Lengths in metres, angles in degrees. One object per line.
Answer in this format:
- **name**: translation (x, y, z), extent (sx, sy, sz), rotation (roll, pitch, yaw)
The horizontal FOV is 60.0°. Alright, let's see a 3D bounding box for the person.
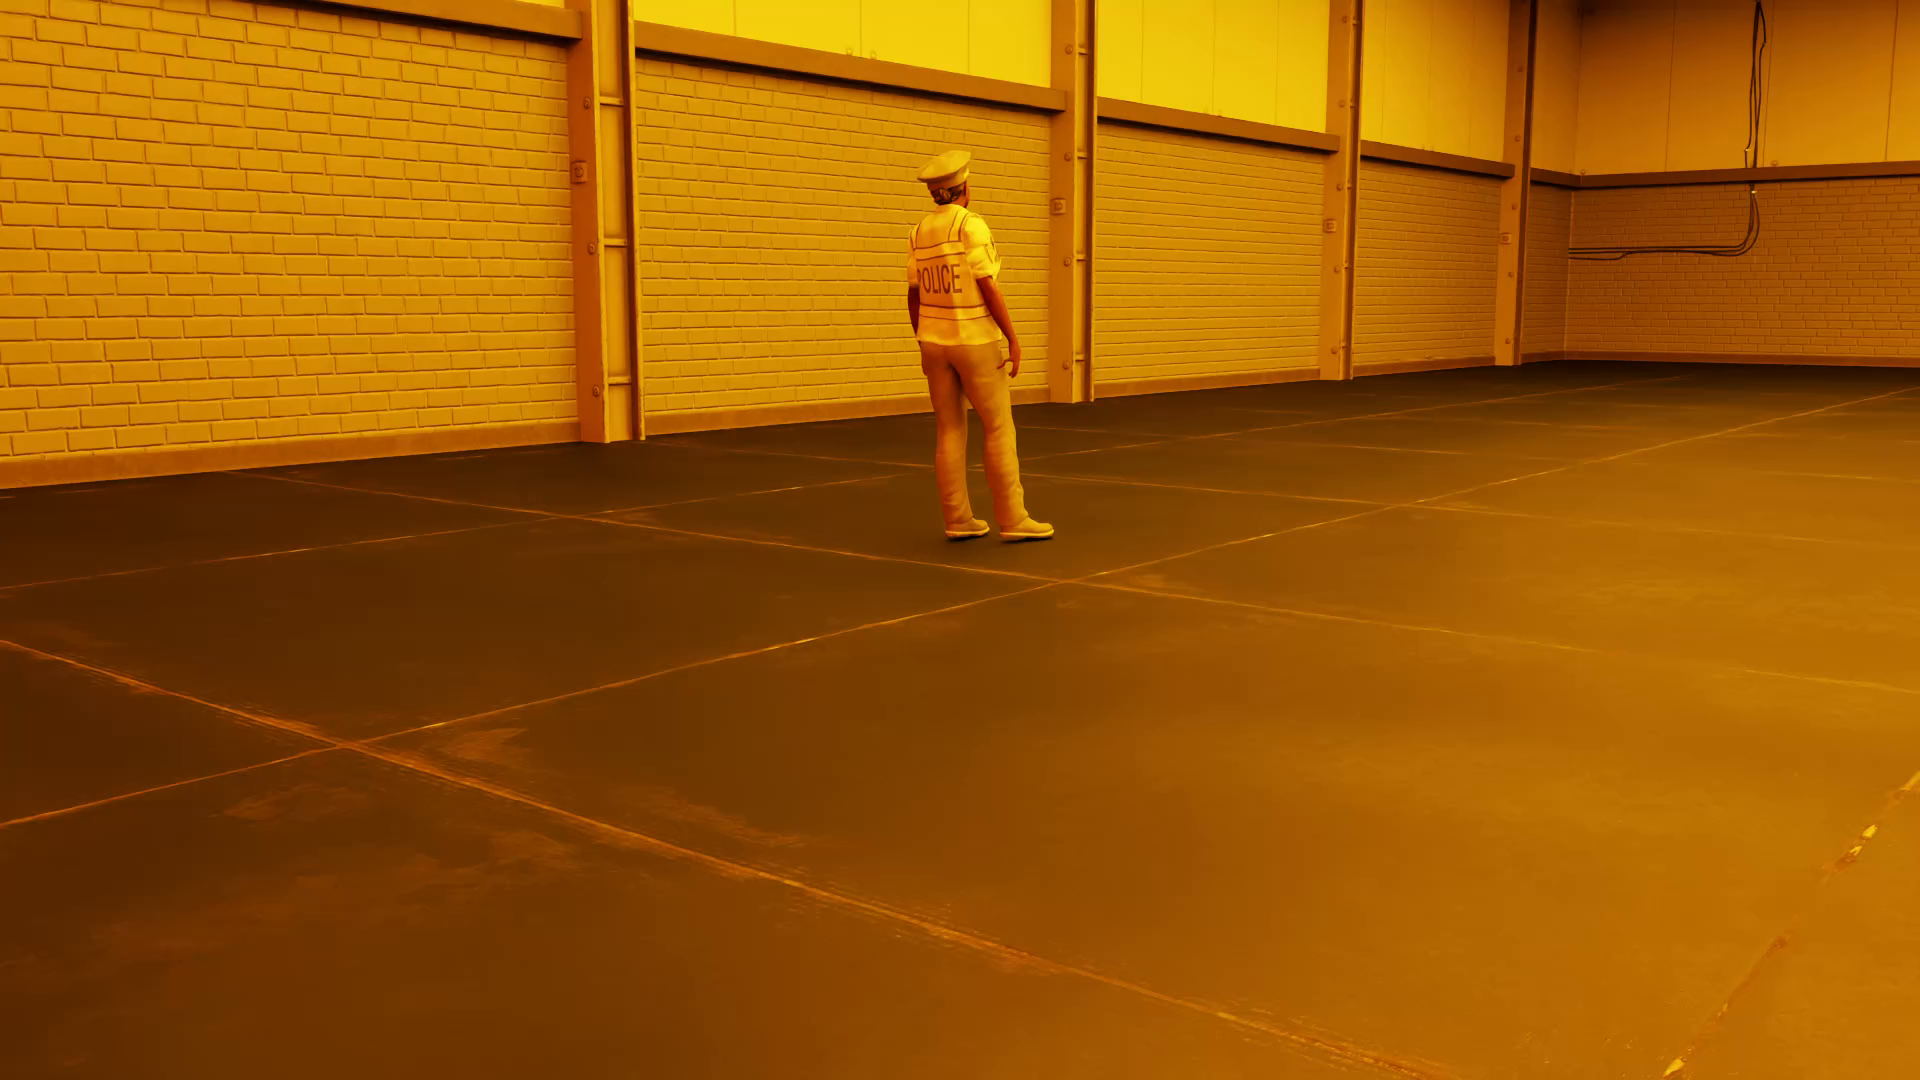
- **person**: translation (0.063, -0.852, 7.326), extent (0.569, 1.695, 0.530), rotation (7, 11, 38)
